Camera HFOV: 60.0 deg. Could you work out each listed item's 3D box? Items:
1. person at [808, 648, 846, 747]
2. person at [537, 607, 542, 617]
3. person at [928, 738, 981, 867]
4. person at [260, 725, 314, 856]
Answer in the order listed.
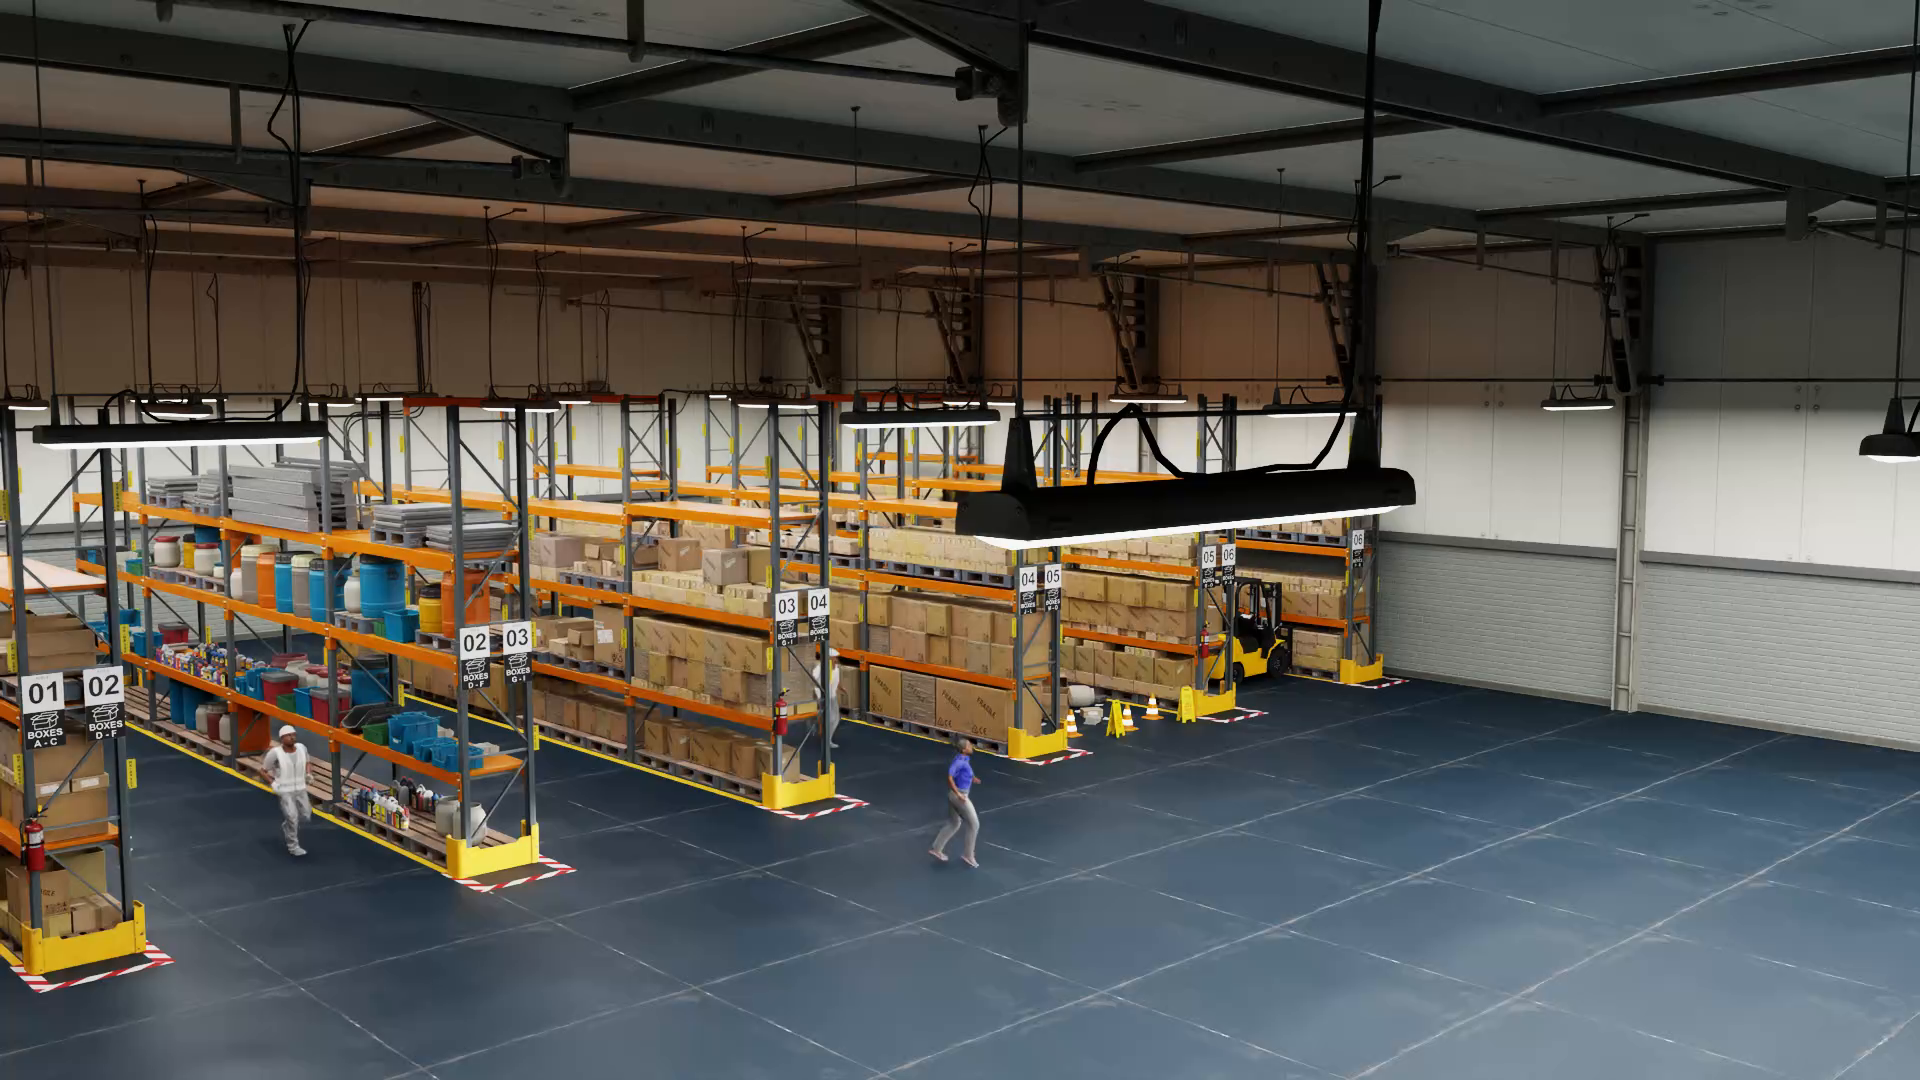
[{"bbox_3d":[-2.329,2.721,28.745,0.698,1.717,0.741,3,6,29],"label":"person"},{"bbox_3d":[-8.767,2.153,34.401,0.888,1.685,0.563,5,7,41],"label":"person"},{"bbox_3d":[-0.065,3.432,21.686,0.708,1.727,0.601,-1,6,-10],"label":"person"},{"bbox_3d":[-8.934,3.324,22.146,0.625,1.740,0.674,5,7,40],"label":"person"}]
